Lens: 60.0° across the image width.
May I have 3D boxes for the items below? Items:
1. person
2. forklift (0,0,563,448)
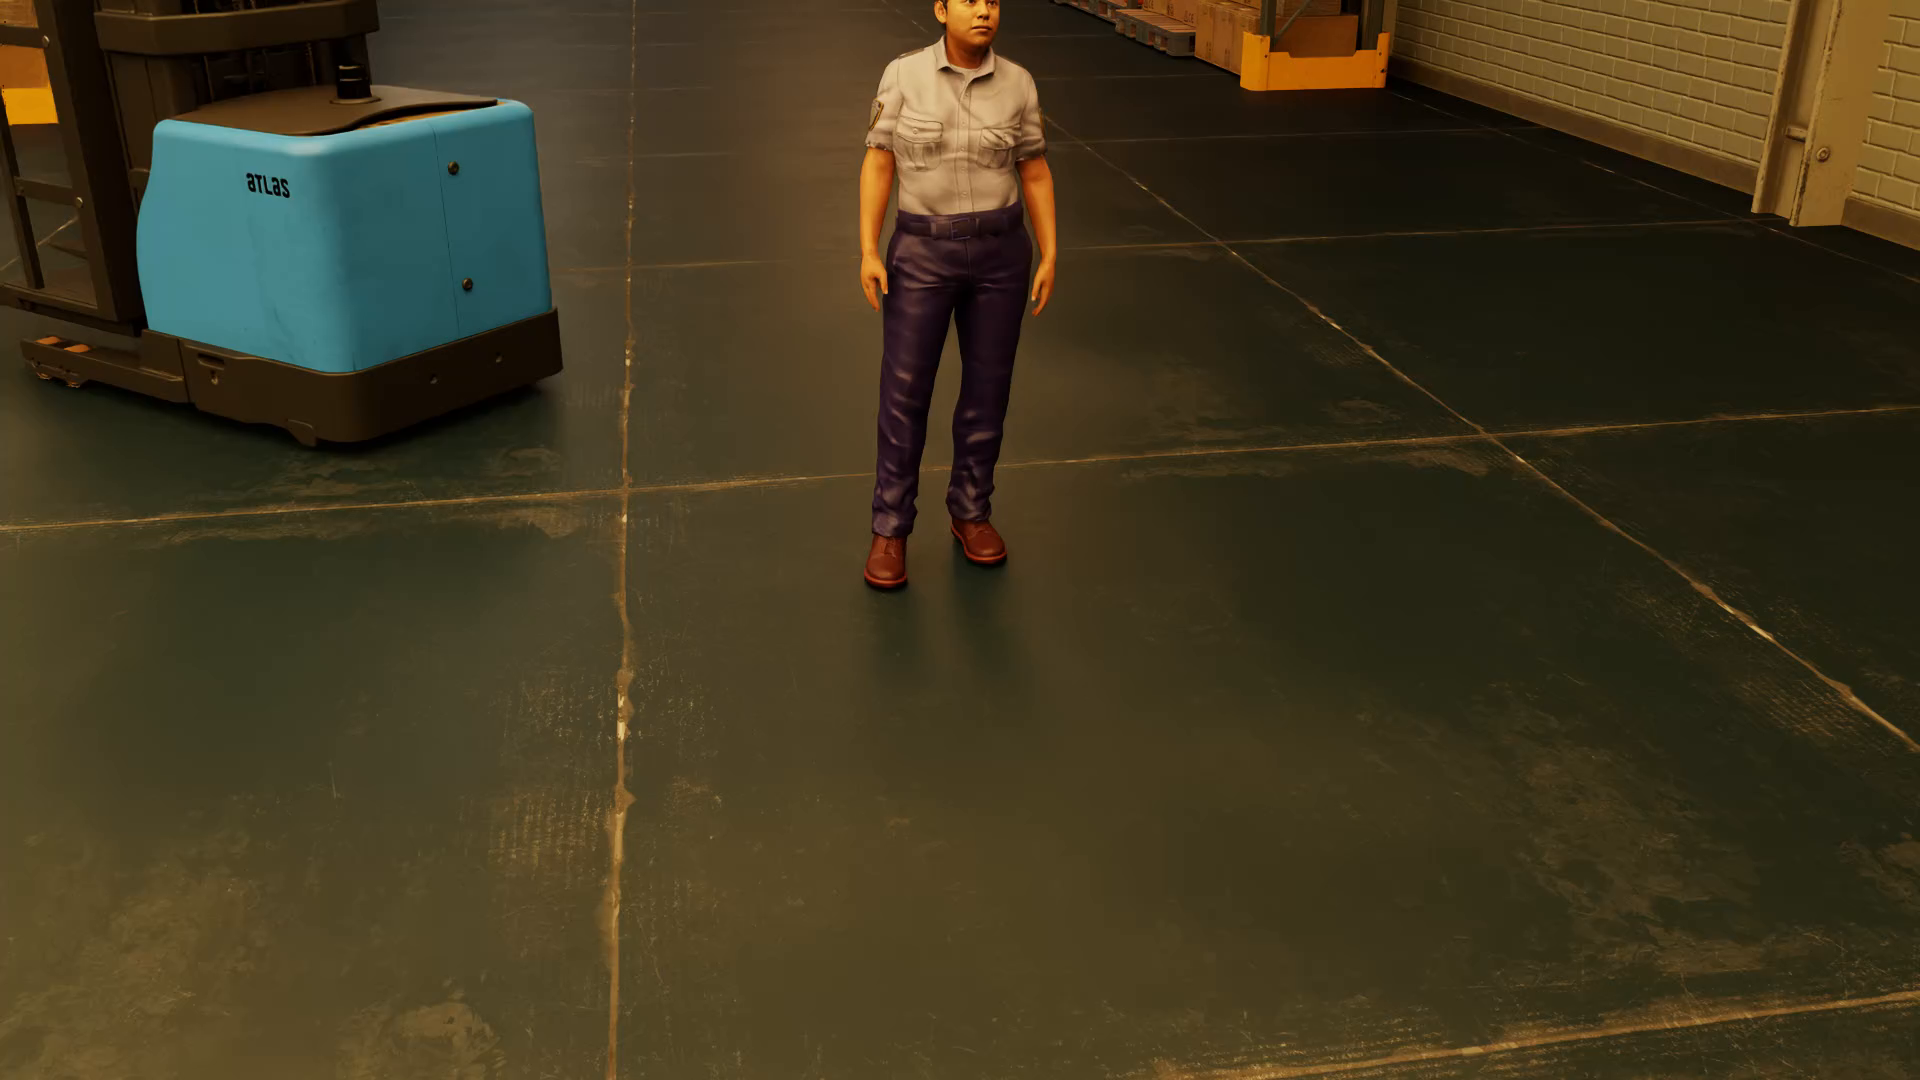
[{"bbox_3d":[-0.007,-0.728,4.613,0.598,1.651,0.503,-4,24,-9],"label":"person"},{"bbox_3d":[-3.038,-2.087,6.167,3.031,2.935,1.130,14,27,29],"label":"forklift"}]
